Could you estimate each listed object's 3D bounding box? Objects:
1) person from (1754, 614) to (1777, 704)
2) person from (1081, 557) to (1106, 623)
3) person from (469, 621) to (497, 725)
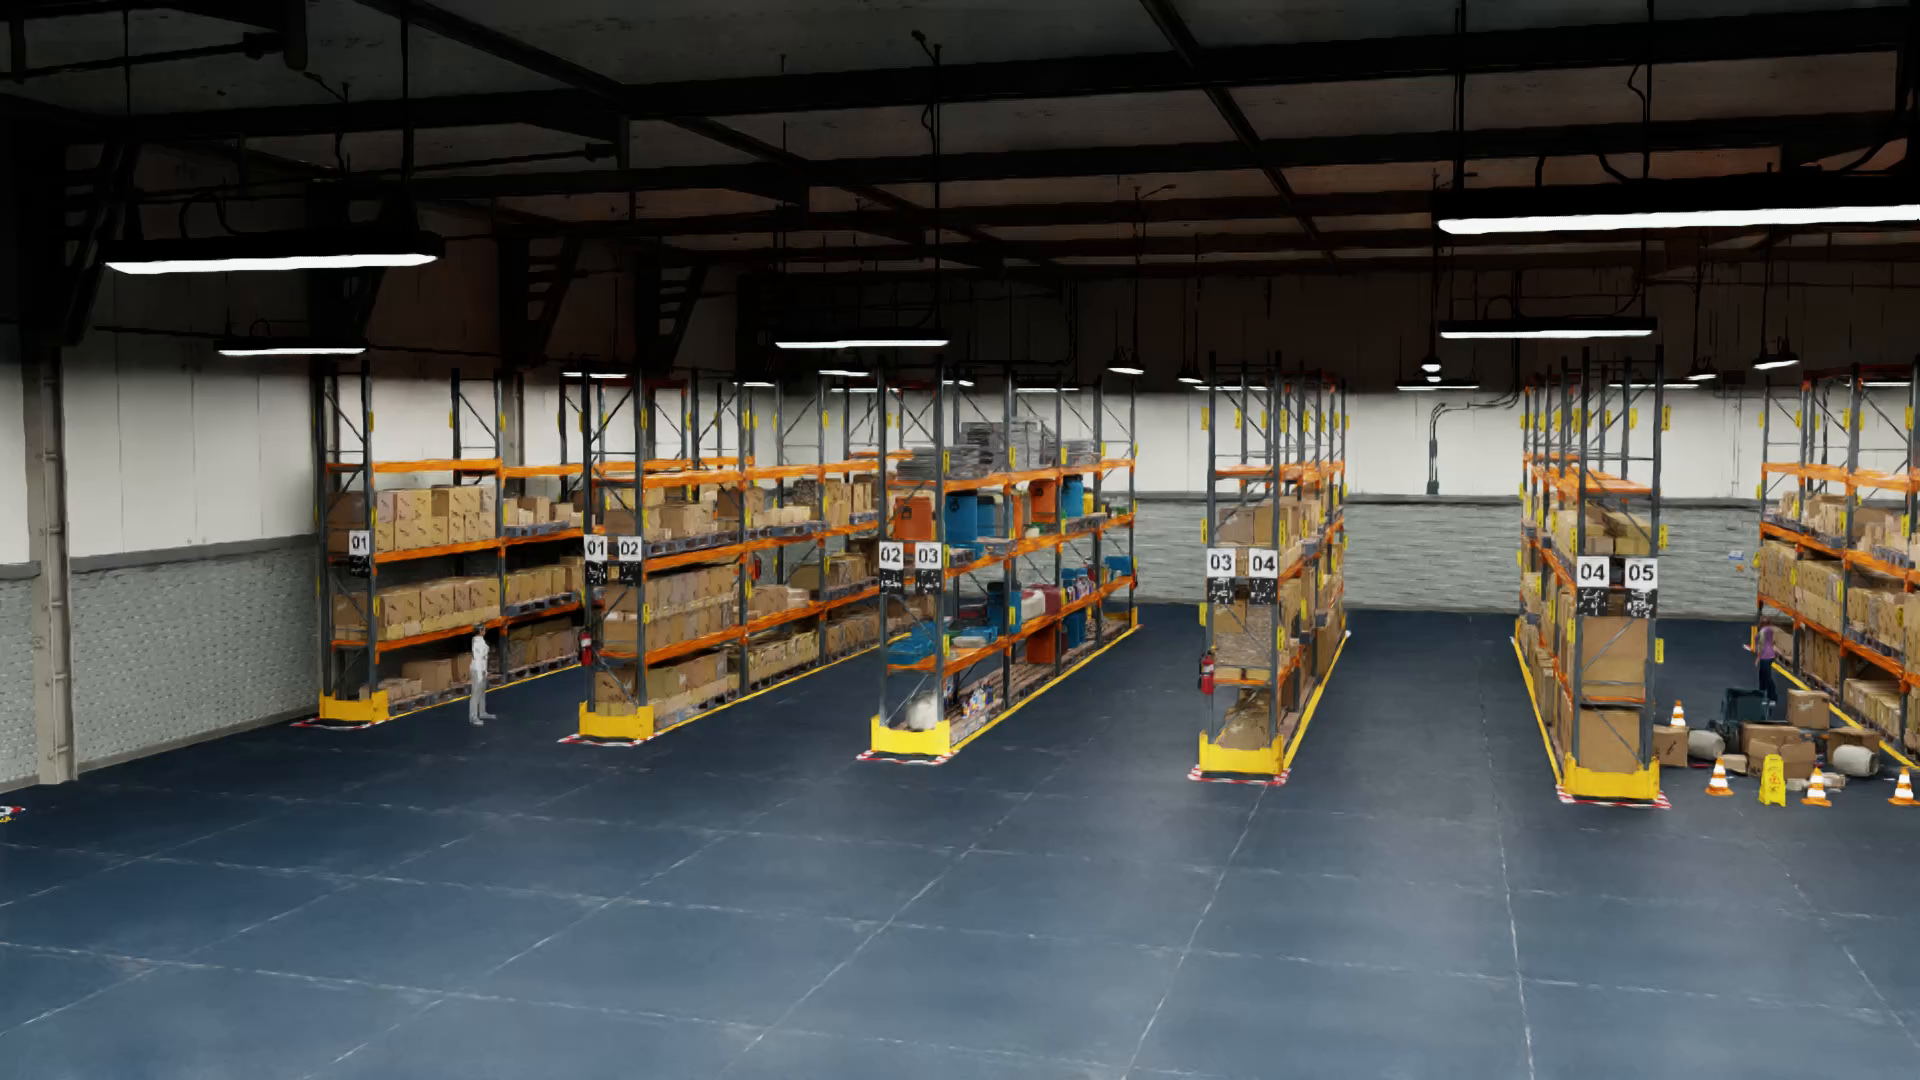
[{"bbox_3d":[14.199,2.094,29.388,0.532,1.588,0.535,4,5,41],"label":"person"},{"bbox_3d":[3.064,1.246,39.495,0.585,1.723,0.967,3,5,38],"label":"person"},{"bbox_3d":[-7.926,2.182,27.559,0.431,1.682,0.555,-1,4,-13],"label":"person"}]
